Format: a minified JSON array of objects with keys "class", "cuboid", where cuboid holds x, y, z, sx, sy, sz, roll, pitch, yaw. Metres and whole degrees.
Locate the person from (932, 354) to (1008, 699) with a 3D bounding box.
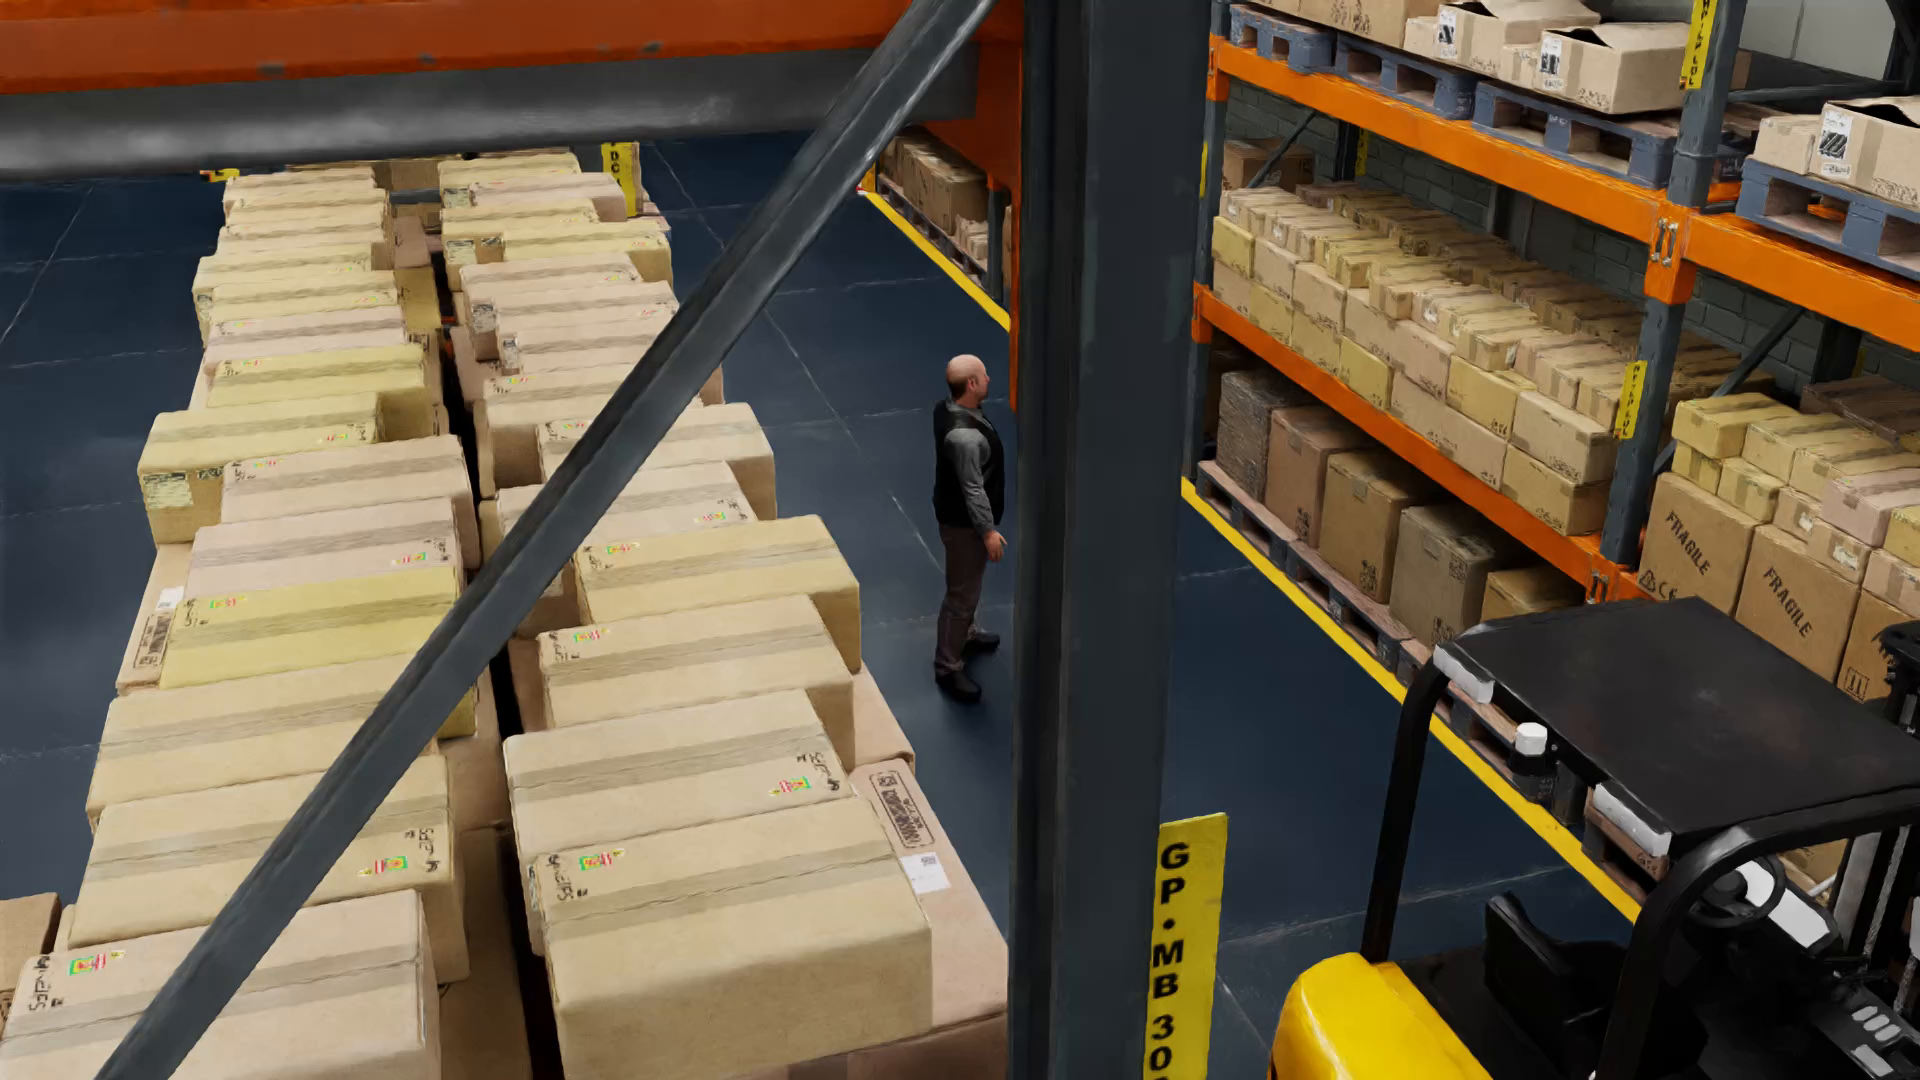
[{"class":"person","cuboid":[0.044,-0.105,8.302,0.375,1.727,0.662,-2,26,-3]}]
